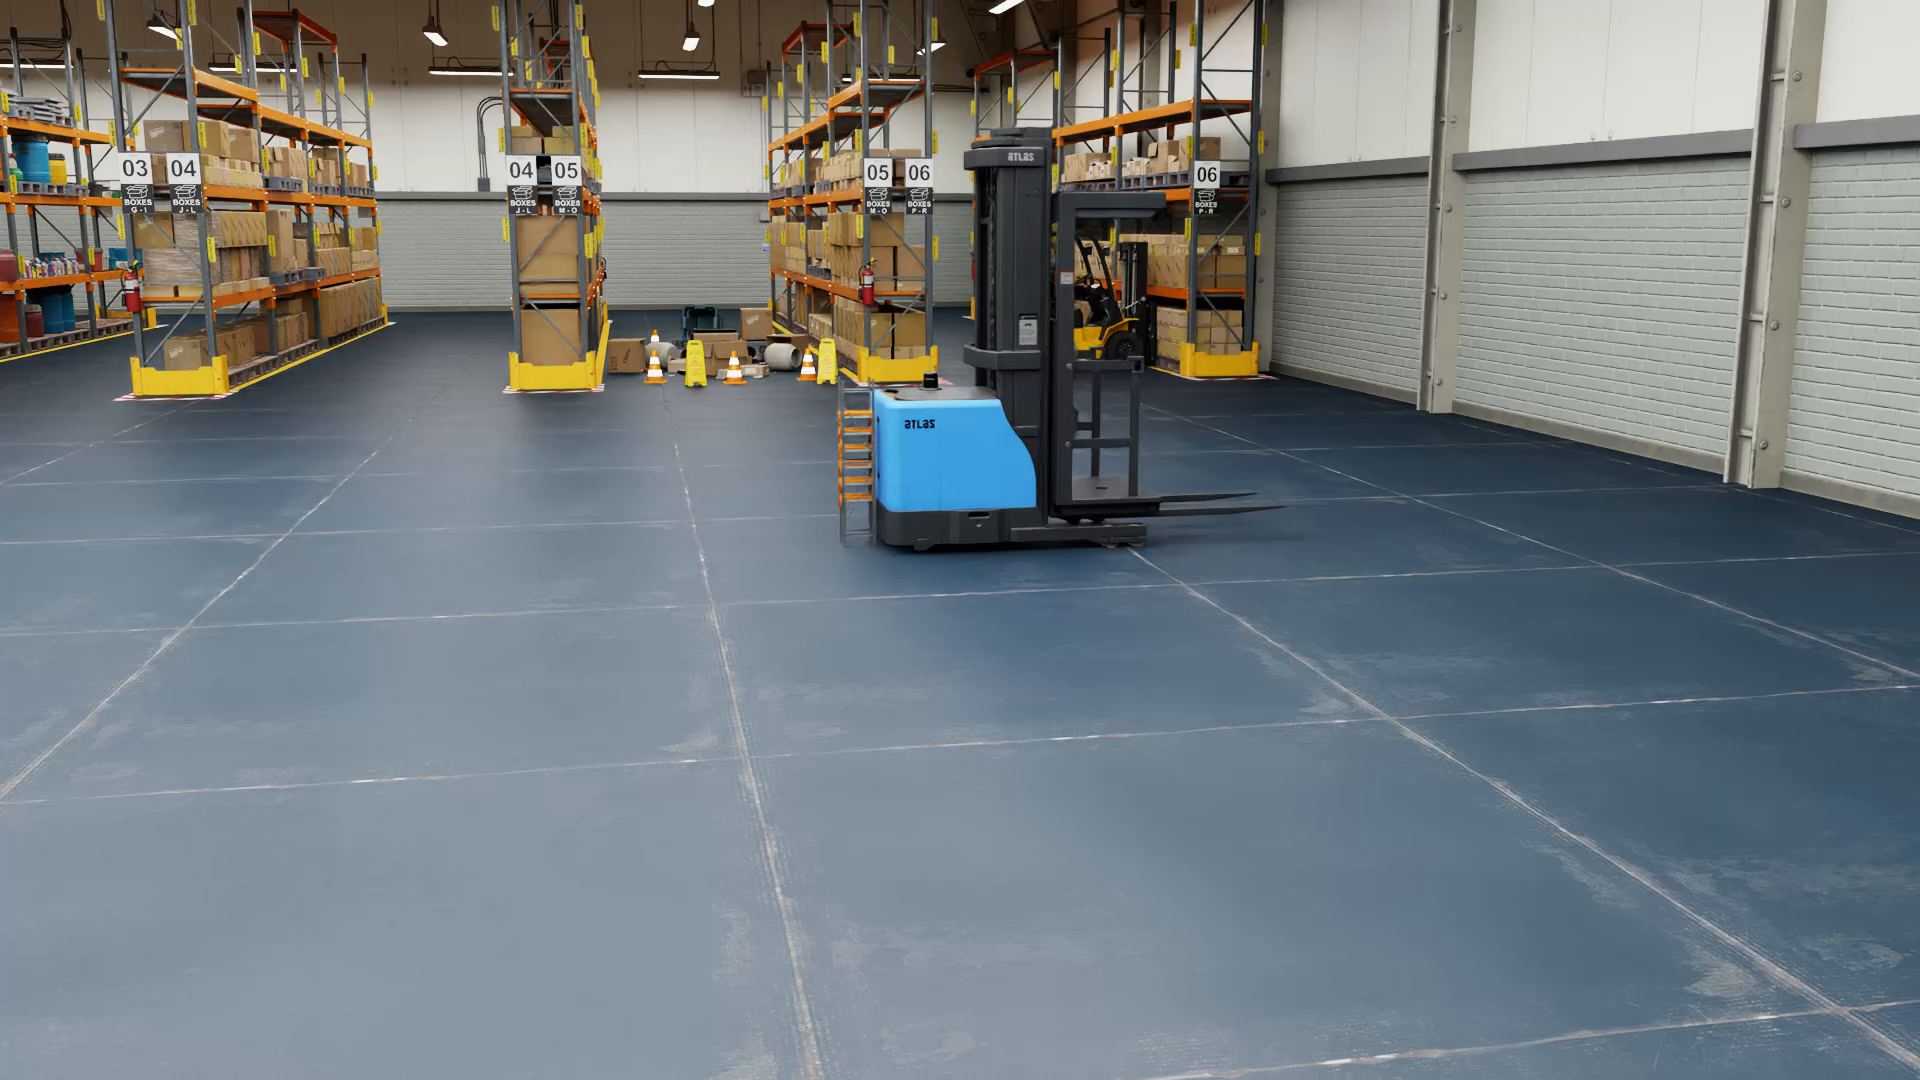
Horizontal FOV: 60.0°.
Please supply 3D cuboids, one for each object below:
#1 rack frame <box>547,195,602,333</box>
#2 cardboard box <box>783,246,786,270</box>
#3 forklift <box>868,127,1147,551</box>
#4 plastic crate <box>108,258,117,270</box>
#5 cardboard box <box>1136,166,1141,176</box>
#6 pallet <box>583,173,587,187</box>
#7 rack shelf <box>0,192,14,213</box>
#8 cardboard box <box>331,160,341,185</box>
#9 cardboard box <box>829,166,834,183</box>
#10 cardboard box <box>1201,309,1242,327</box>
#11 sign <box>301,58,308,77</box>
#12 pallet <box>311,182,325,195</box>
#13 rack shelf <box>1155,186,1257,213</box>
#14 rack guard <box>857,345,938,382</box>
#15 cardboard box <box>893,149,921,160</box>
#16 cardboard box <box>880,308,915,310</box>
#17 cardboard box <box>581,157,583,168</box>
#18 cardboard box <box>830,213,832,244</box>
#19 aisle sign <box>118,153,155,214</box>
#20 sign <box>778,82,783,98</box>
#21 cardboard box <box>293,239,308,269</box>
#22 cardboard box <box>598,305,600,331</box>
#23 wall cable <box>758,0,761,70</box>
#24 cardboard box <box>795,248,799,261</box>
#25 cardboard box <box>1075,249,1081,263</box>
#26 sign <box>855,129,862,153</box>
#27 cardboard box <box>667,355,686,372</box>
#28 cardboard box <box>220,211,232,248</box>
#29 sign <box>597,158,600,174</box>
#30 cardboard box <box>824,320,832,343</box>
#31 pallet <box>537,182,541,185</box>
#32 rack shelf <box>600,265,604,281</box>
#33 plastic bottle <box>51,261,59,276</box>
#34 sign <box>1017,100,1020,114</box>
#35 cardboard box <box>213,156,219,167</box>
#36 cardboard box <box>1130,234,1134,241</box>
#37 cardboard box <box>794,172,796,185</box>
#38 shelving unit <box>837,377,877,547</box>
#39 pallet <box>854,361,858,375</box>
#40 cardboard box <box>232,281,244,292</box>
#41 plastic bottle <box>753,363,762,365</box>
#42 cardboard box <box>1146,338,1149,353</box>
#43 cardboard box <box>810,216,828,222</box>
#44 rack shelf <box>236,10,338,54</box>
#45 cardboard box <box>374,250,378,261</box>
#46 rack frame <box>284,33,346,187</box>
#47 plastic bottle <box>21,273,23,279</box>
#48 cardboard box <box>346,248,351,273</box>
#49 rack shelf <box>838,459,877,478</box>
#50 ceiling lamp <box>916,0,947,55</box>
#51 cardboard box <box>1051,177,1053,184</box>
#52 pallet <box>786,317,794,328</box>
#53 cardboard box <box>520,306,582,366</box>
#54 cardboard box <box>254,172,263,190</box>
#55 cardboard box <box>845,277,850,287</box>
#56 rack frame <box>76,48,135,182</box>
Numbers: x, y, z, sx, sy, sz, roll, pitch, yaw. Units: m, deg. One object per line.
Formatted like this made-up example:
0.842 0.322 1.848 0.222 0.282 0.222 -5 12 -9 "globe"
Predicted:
-8.074 -5.829 34.798 1.000 3.000 0.127 -2 11 -11 "rack frame"
-3.579 -6.152 36.230 0.500 0.500 0.500 -2 11 -10 "cardboard box"
0.882 -1.478 12.125 3.031 2.935 1.130 -2 11 -11 "forklift"
-17.944 -5.800 34.936 0.416 0.233 0.300 -2 11 -11 "plastic crate"
3.125 -6.112 27.548 0.380 0.149 0.250 -2 11 -9 "cardboard box"
-6.369 -5.641 26.026 1.003 0.211 1.213 -2 11 -11 "pallet"
-16.650 -5.506 27.006 1.077 0.370 4.000 -2 11 -11 "rack shelf"
-13.170 -7.586 34.352 0.700 0.500 0.500 -3 11 -14 "cardboard box"
-1.865 -6.015 27.362 0.500 0.250 0.500 -2 11 -12 "cardboard box"
4.057 -3.449 25.853 0.500 0.250 0.500 -2 11 -12 "cardboard box"
-11.650 -8.400 29.551 0.100 0.325 0.005 -2 11 -11 "sign"
-12.358 -6.430 30.441 1.213 0.211 1.003 -2 11 -8 "pallet"
3.575 -5.495 26.944 1.077 0.370 4.000 -2 11 -11 "rack shelf"
-0.919 -2.612 24.585 1.175 0.500 0.348 -2 11 -11 "rack guard"
-0.773 -5.641 24.328 0.380 0.149 0.250 -2 11 -11 "cardboard box"
-0.990 -3.401 26.266 0.500 0.500 0.500 -2 11 -10 "cardboard box"
-5.542 -5.355 23.566 0.380 0.149 0.250 -2 11 -10 "cardboard box"
-1.731 -5.063 27.040 0.700 0.500 0.500 -2 11 -11 "cardboard box"
-10.907 -4.721 22.024 0.394 0.787 0.004 -2 11 -11 "aisle sign"
-3.787 -9.495 35.096 0.100 0.325 0.005 -2 11 -11 "sign"
-11.830 -4.992 29.013 0.700 0.500 0.500 0 11 -3 "cardboard box"
-7.284 -4.305 32.352 0.500 0.500 0.500 -2 11 -10 "cardboard box"
-6.426 -13.944 43.742 2.355 3.000 0.029 -2 11 -11 "wall cable"
-3.026 -5.732 33.355 0.500 0.250 0.500 -2 11 -12 "cardboard box"
2.435 -5.368 31.441 0.500 0.250 0.500 -2 11 -12 "cardboard box"
-1.452 -5.718 23.828 0.100 0.325 0.005 -2 11 -11 "sign"
-4.377 -2.770 26.040 0.396 0.266 0.258 0 11 -1 "cardboard box"
-10.555 -4.355 23.319 0.500 0.500 0.500 -2 11 -11 "cardboard box"
-7.530 -7.771 34.542 0.100 0.325 0.005 -2 11 -11 "sign"
-1.929 -3.703 29.536 0.950 0.372 0.625 -1 11 -7 "cardboard box"
-6.744 -5.907 27.700 0.805 0.209 1.217 -3 11 -13 "pallet"
-8.463 -5.842 36.792 1.077 0.370 4.000 -2 11 -11 "rack shelf"
-17.183 -5.139 31.504 0.152 0.276 0.135 -2 11 -11 "plastic bottle"
1.401 -10.442 40.071 0.100 0.325 0.005 -2 11 -11 "sign"
-10.560 -5.266 23.154 0.380 0.149 0.250 -2 11 -9 "cardboard box"
3.114 -5.142 28.391 0.380 0.149 0.250 -2 11 -10 "cardboard box"
-3.071 -7.147 32.940 0.396 0.266 0.258 -2 11 -12 "cardboard box"
-0.740 -0.559 11.925 0.258 1.200 0.189 -2 11 -11 "shelving unit"
-1.042 -2.621 25.401 1.003 0.211 1.213 -2 11 -11 "pallet"
-10.643 -3.682 24.192 0.380 0.149 0.250 -2 11 -11 "cardboard box"
-3.270 -2.812 26.805 0.133 0.061 0.283 0 11 -1 "plastic bottle"
3.264 -3.216 27.301 0.500 0.250 0.500 -2 11 -9 "cardboard box"
-3.044 -6.954 36.031 0.380 0.149 0.250 -2 11 -12 "cardboard box"
-12.569 -9.526 31.216 1.077 0.370 4.000 -2 11 -11 "rack shelf"
-13.382 -6.394 37.372 0.500 0.250 0.500 -2 11 -12 "cardboard box"
-12.958 -8.614 33.387 1.000 3.000 0.127 -2 11 -11 "rack frame"
-16.806 -4.783 29.637 0.152 0.276 0.135 -2 11 -11 "plastic bottle"
-12.600 -5.640 33.540 0.500 0.500 0.500 -2 11 -11 "cardboard box"
-0.740 -0.516 11.933 0.258 0.103 0.180 -2 11 -11 "rack shelf"
-0.362 -11.789 34.459 0.800 3.185 2.000 -2 11 -11 "ceiling lamp"
2.046 -7.224 33.442 0.380 0.149 0.250 -2 11 -10 "cardboard box"
-3.309 -4.800 36.849 1.003 0.211 1.213 -2 11 -11 "pallet"
-5.936 -2.912 24.035 0.875 0.875 0.875 -2 11 -11 "cardboard box"
-11.058 -5.525 25.583 0.500 0.250 0.500 -2 11 -9 "cardboard box"
-1.619 -4.087 26.319 0.380 0.149 0.250 -2 11 -11 "cardboard box"
-18.595 -9.167 36.295 1.000 3.000 0.127 -2 11 -11 "rack frame"
